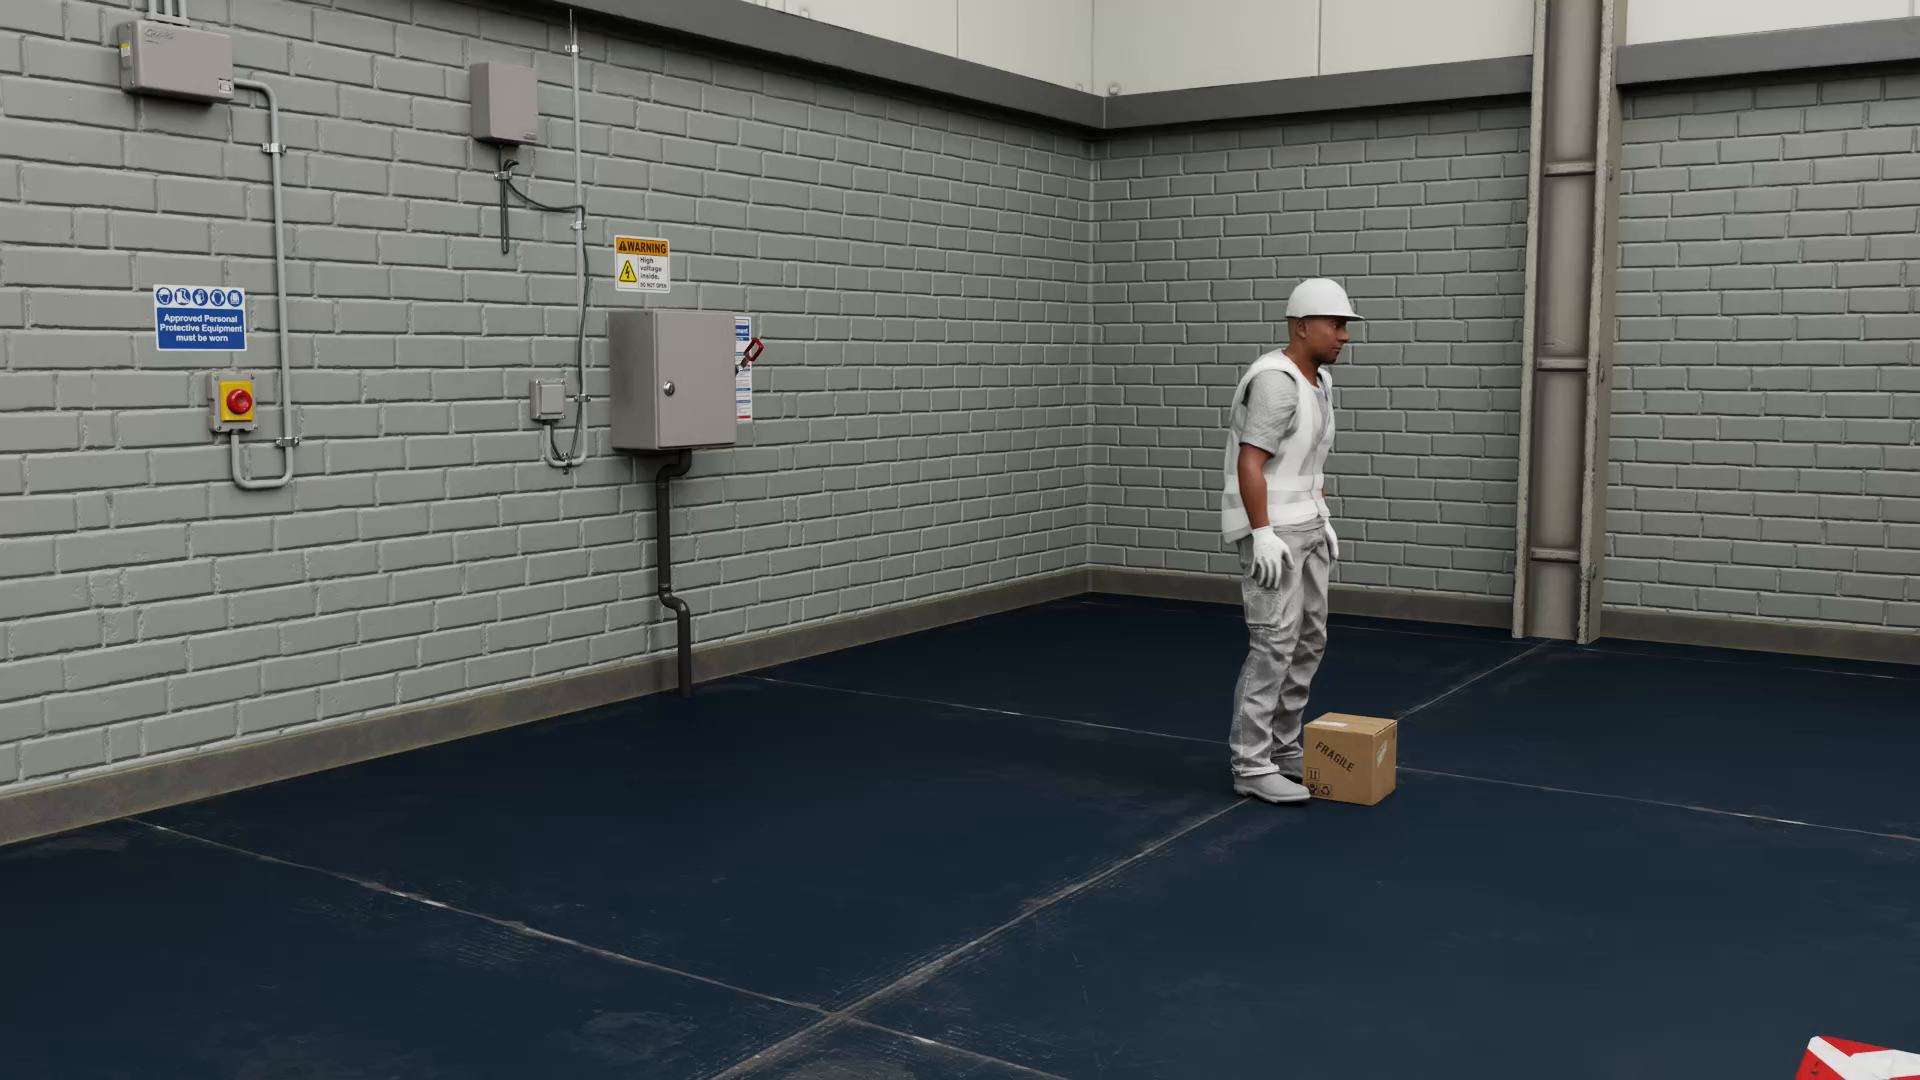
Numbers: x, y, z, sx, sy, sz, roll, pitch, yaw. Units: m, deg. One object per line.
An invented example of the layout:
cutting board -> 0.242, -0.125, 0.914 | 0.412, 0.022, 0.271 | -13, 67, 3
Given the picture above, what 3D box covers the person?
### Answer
person -> 1.156, -0.013, 5.793 | 0.454, 1.774, 0.624 | 4, 7, 33
